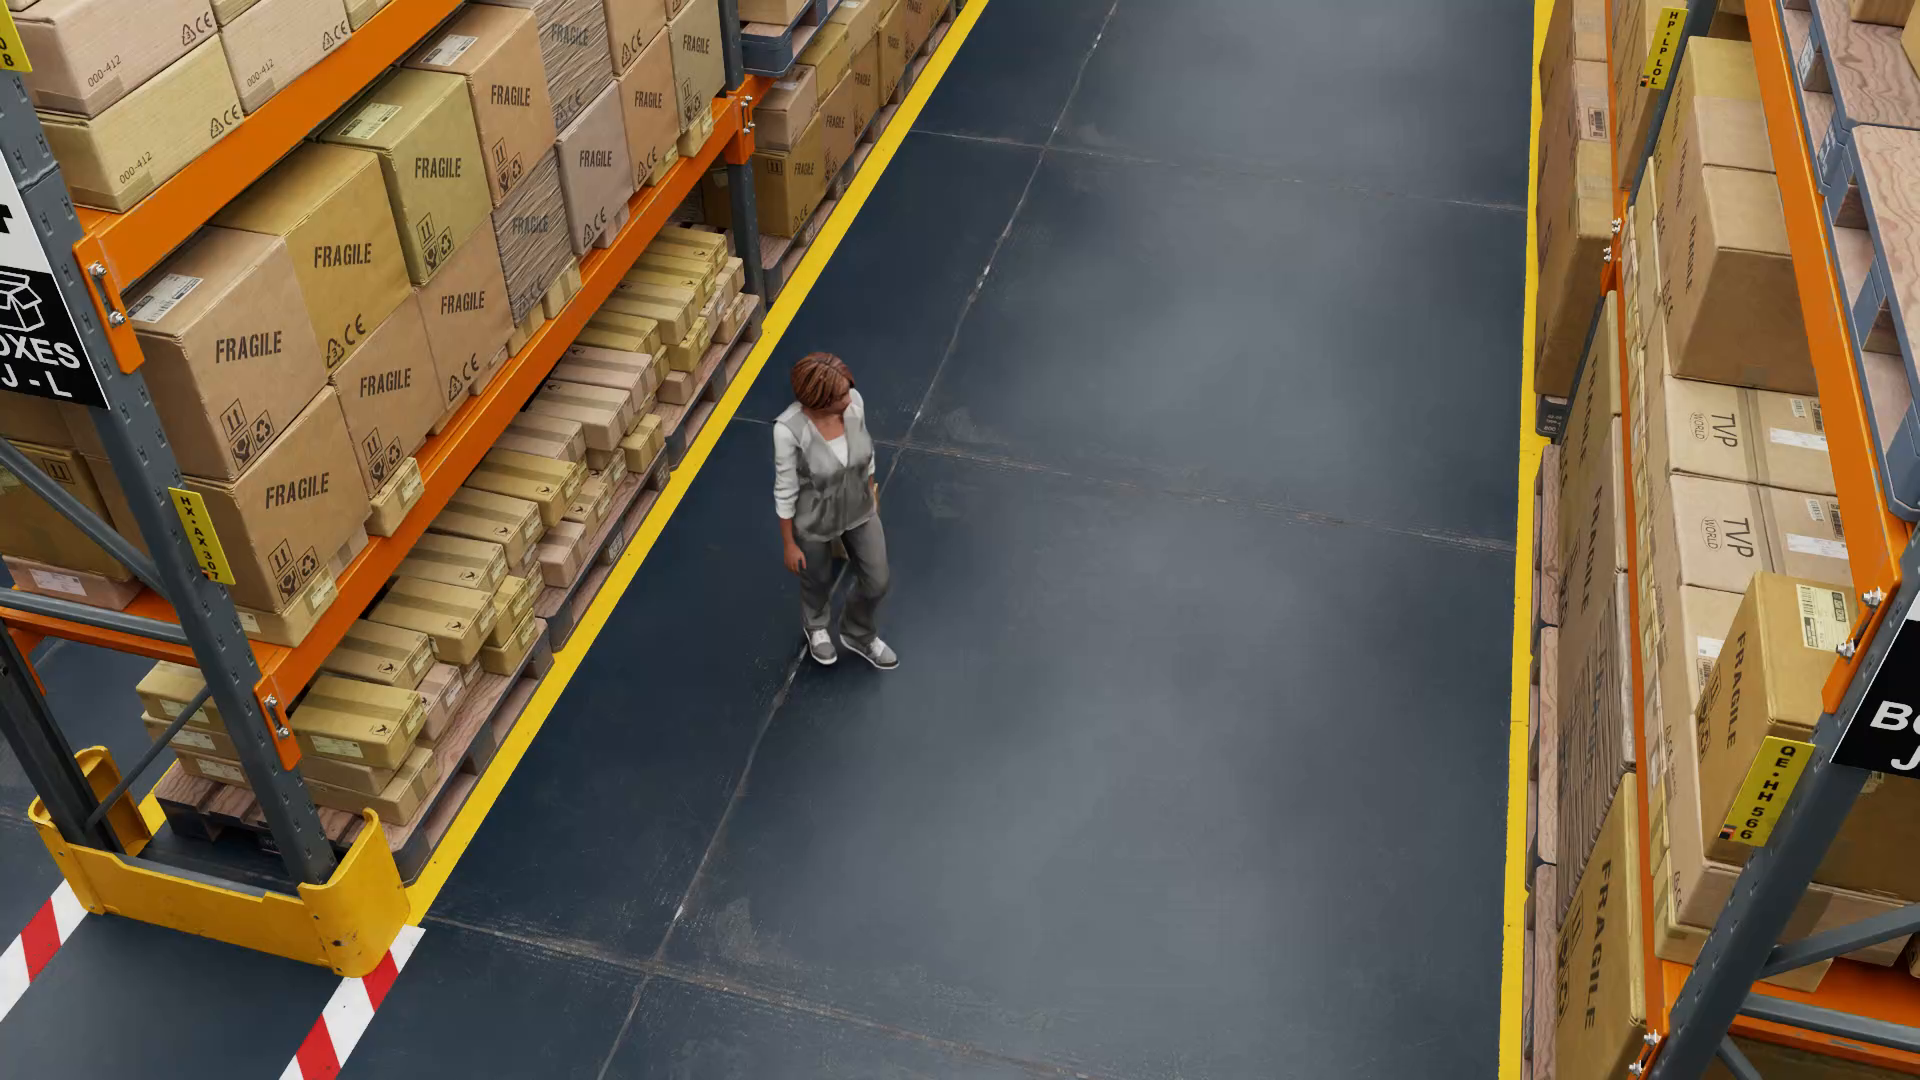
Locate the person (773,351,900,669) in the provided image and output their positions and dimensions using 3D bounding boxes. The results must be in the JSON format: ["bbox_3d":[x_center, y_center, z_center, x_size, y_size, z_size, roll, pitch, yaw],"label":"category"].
[{"bbox_3d":[-0.511,-0.102,6.278,0.455,1.610,0.457,-21,46,-22],"label":"person"}]
